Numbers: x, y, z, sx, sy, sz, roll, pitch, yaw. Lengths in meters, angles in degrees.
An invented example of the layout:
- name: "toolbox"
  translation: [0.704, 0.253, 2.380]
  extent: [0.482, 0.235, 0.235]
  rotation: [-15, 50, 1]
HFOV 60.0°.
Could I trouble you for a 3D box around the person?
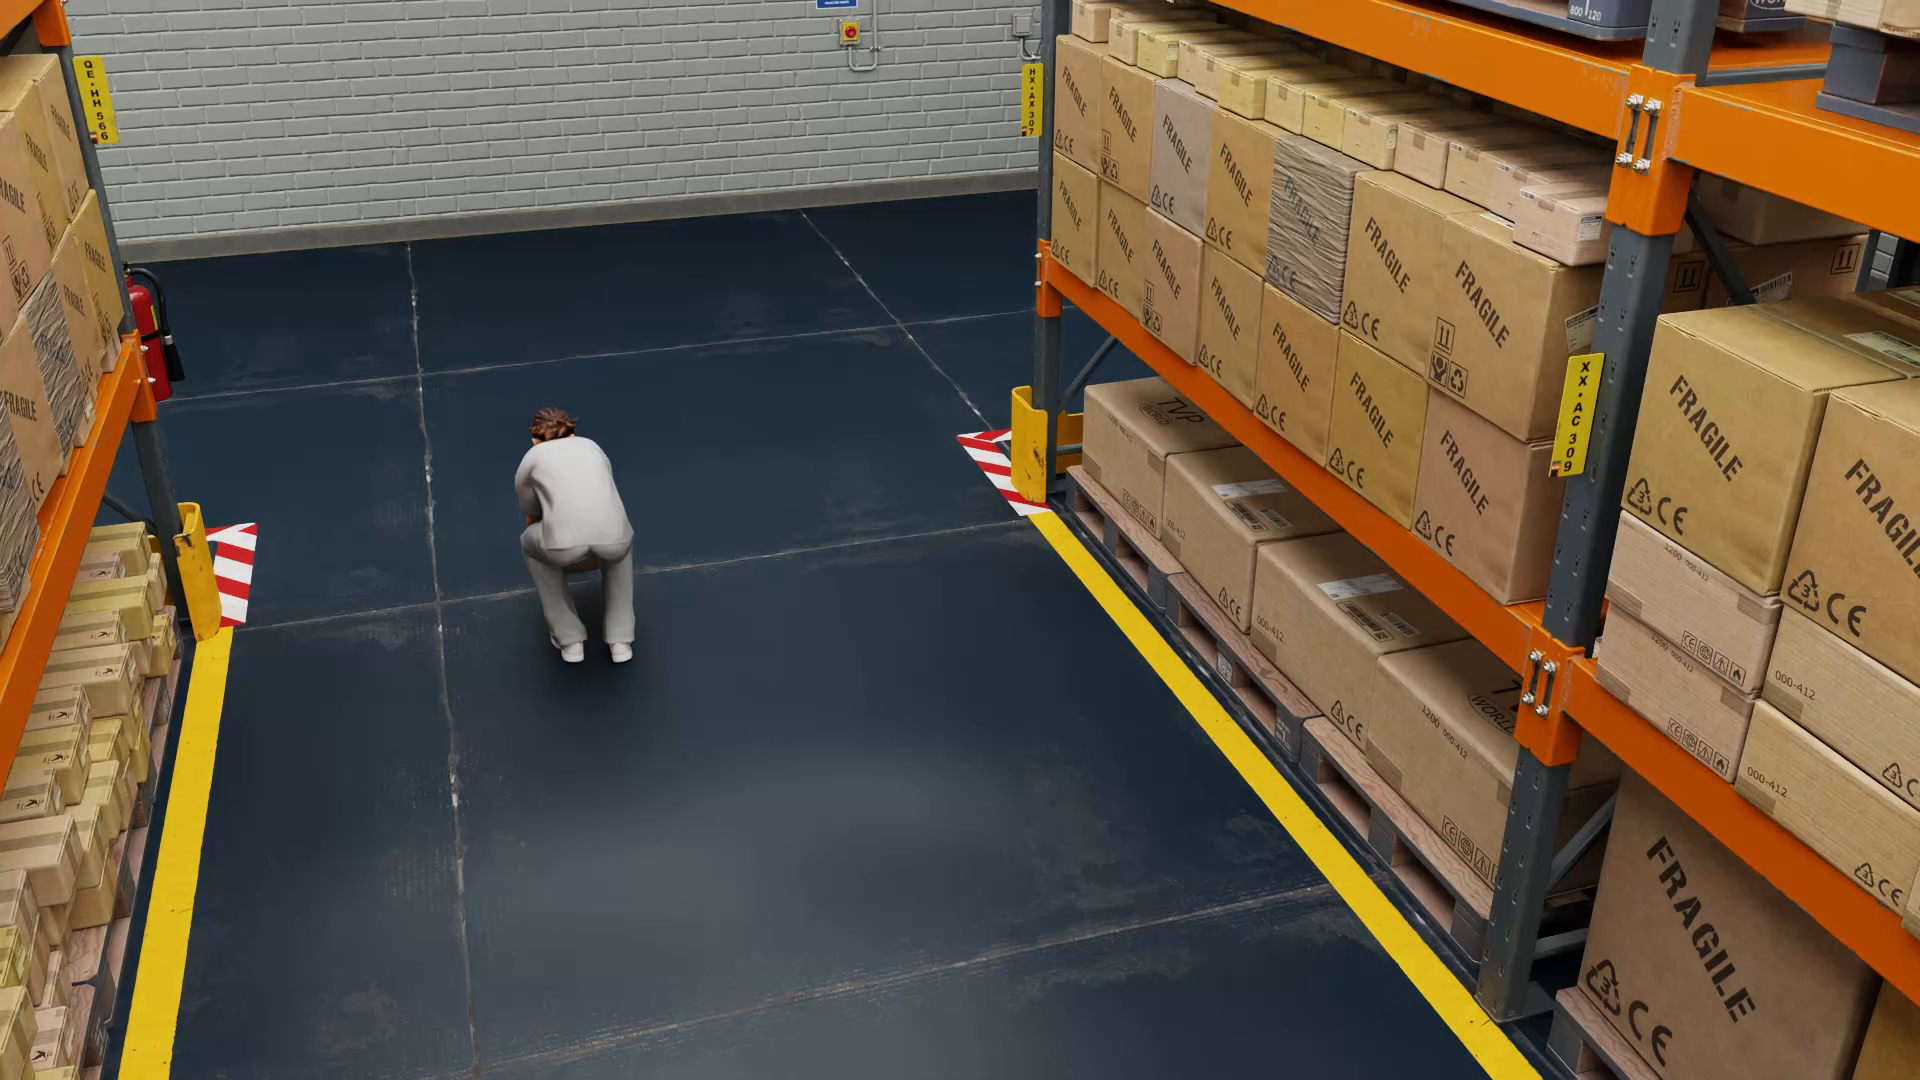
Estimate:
- name: "person"
  translation: [-1.603, -0.016, 6.965]
  extent: [0.462, 0.949, 0.852]
  rotation: [-9, 28, -18]
